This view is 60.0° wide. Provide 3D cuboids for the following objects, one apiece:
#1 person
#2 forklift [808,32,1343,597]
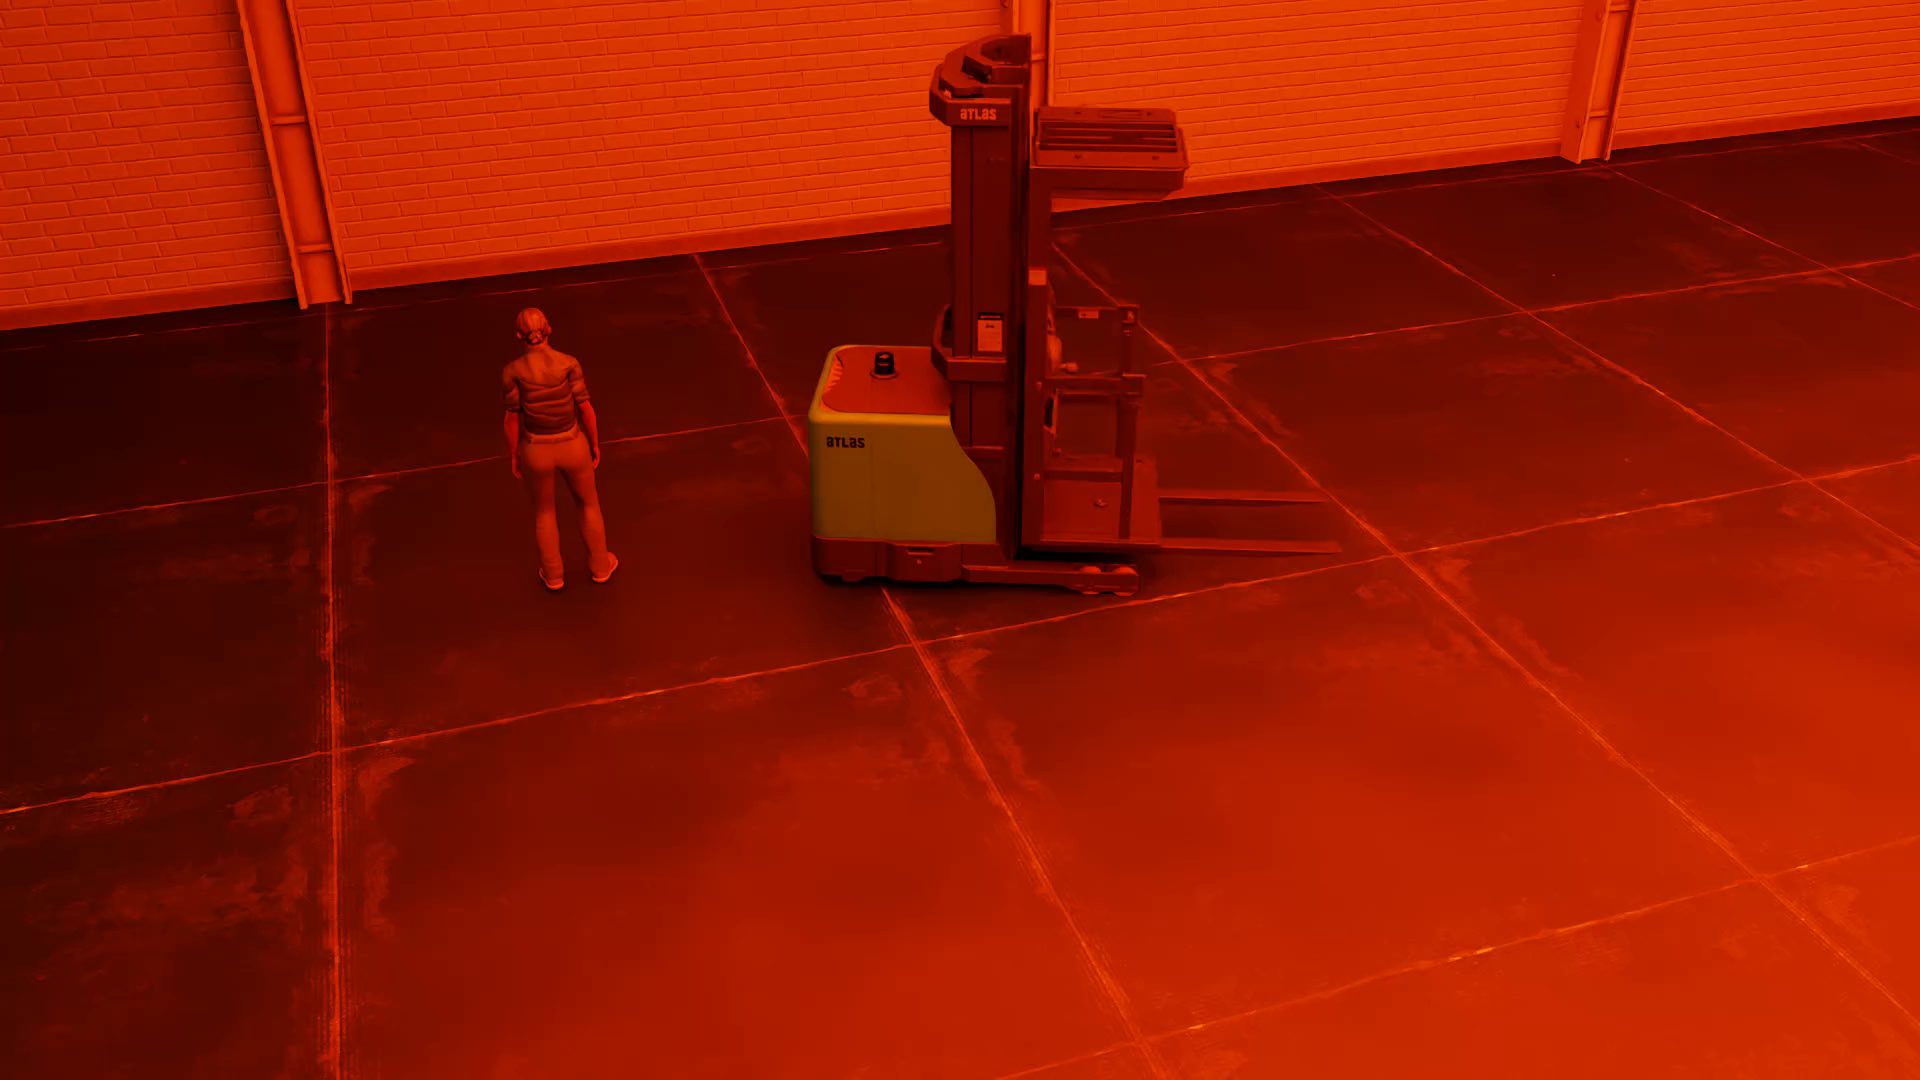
[{"bbox_3d":[-2.239,-0.494,9.229,0.520,1.653,0.349,-8,31,-13],"label":"person"},{"bbox_3d":[0.687,-1.223,9.213,3.031,2.935,1.130,2,30,3],"label":"forklift"}]
